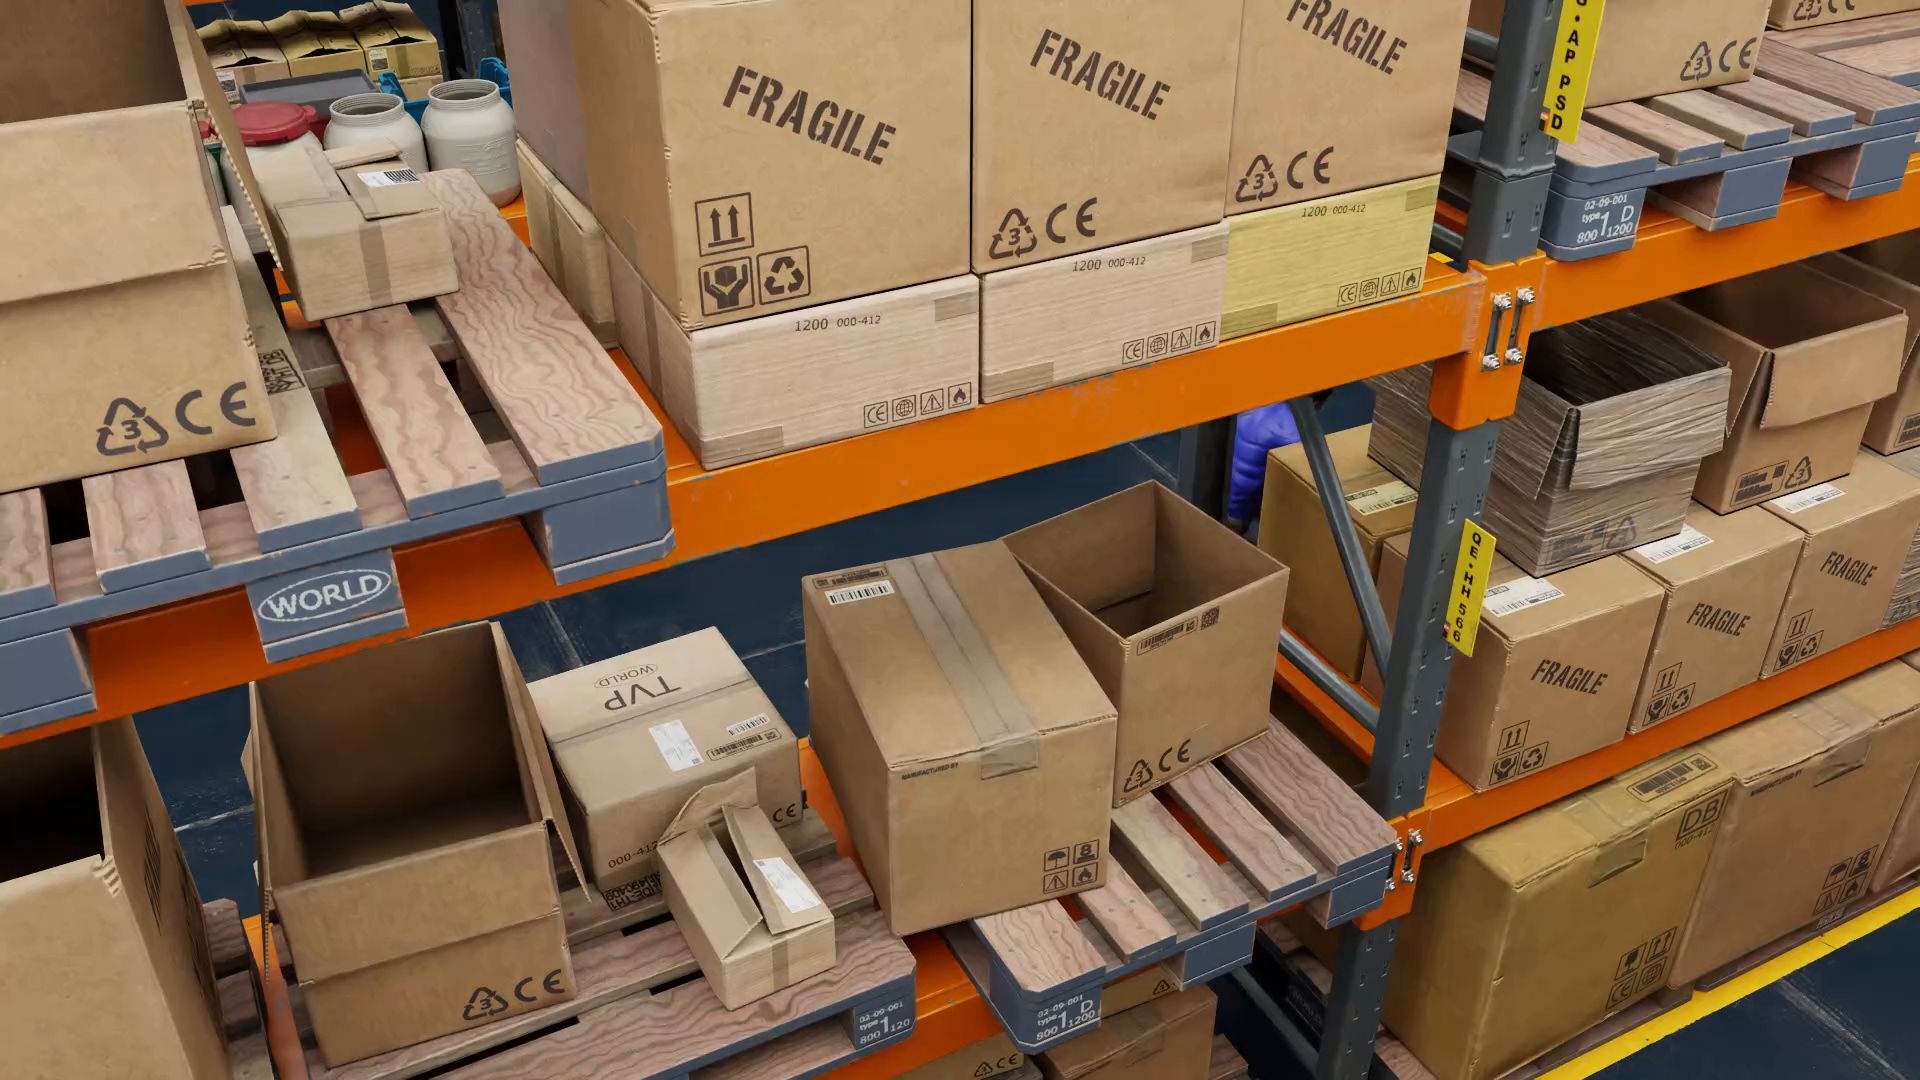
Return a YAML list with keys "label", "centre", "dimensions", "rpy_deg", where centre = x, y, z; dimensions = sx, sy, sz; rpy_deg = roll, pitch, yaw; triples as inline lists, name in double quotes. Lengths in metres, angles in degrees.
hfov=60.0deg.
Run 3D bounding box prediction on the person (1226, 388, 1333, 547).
- label: "person"
  centre: [1.119, -0.059, 6.564]
  dimensions: [0.667, 1.306, 0.497]
  rpy_deg: [-14, 36, -21]
